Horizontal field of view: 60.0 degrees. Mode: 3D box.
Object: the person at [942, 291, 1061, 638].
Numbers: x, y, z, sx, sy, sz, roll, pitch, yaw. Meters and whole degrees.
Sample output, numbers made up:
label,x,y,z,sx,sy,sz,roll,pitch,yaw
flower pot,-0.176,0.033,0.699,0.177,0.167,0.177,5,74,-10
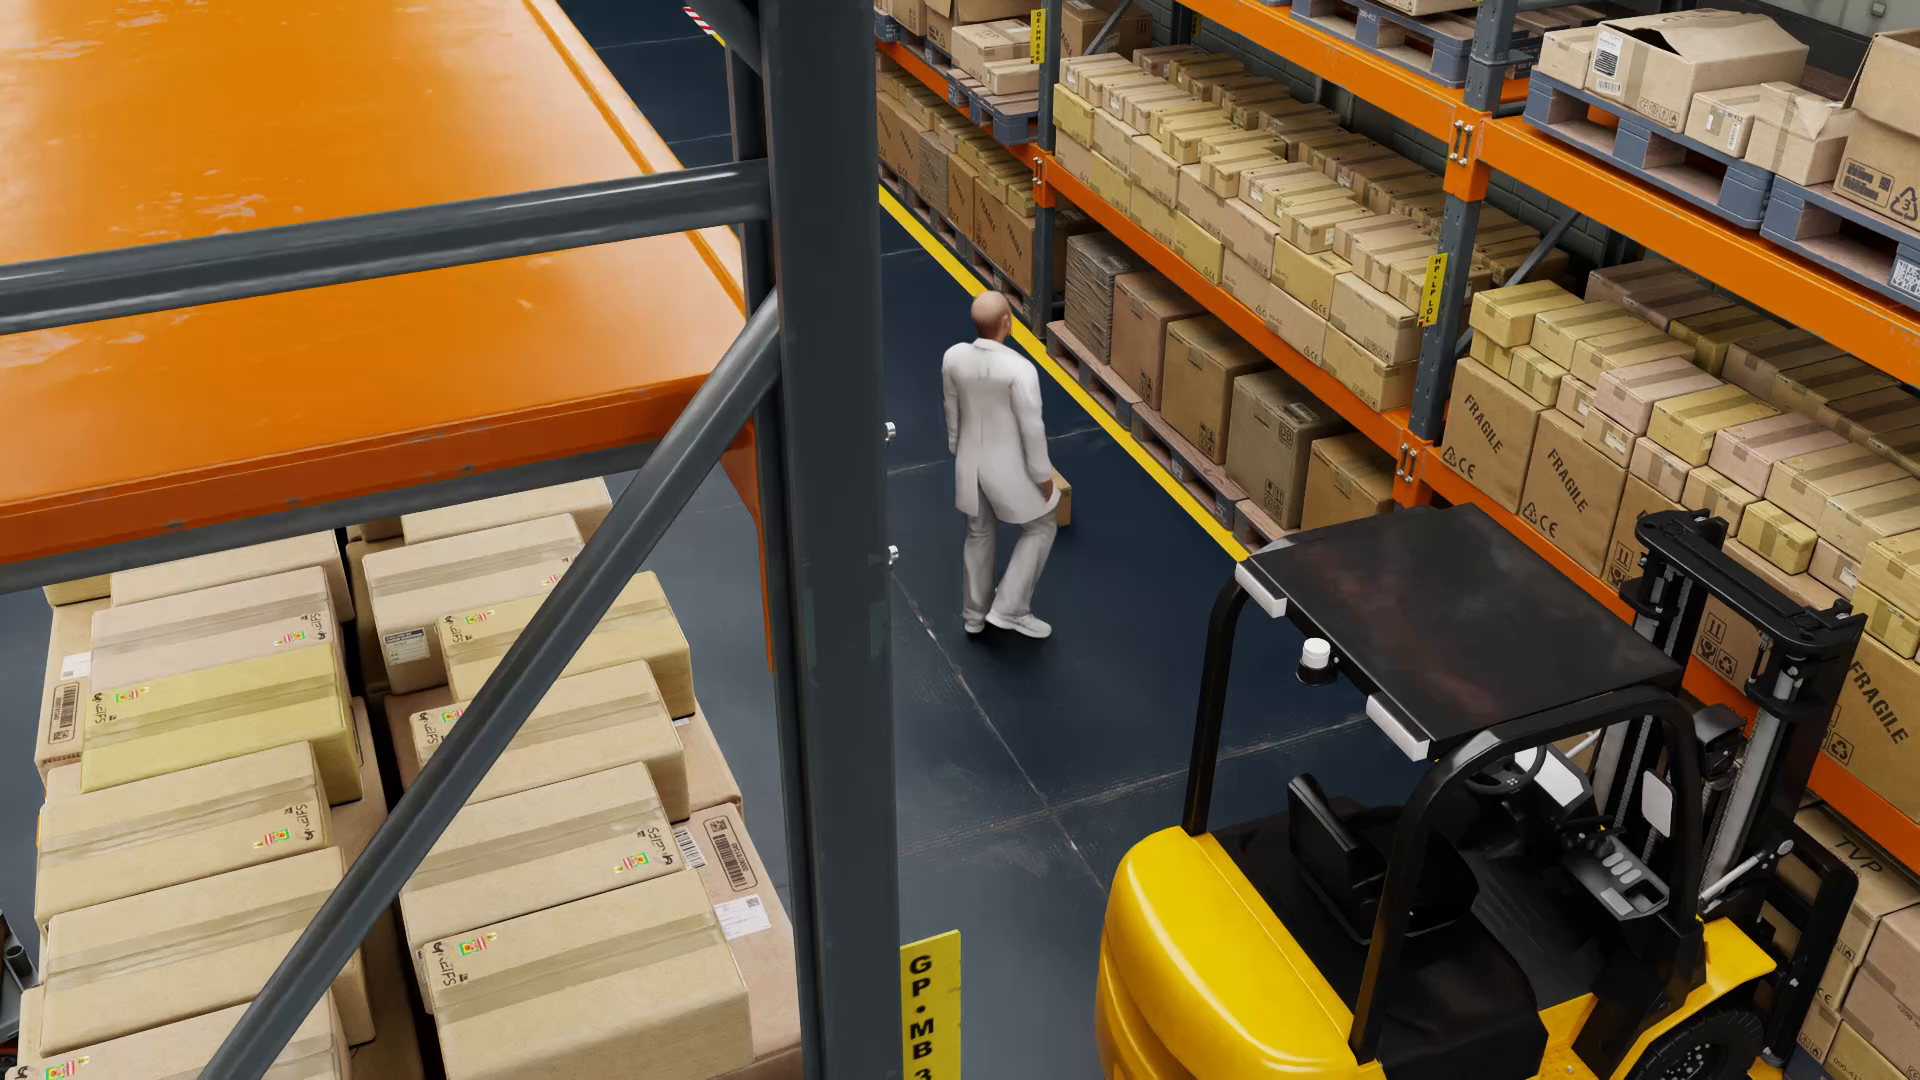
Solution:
label,x,y,z,sx,sy,sz,roll,pitch,yaw
person,0.183,-0.347,8.038,0.653,1.774,0.496,23,39,31
